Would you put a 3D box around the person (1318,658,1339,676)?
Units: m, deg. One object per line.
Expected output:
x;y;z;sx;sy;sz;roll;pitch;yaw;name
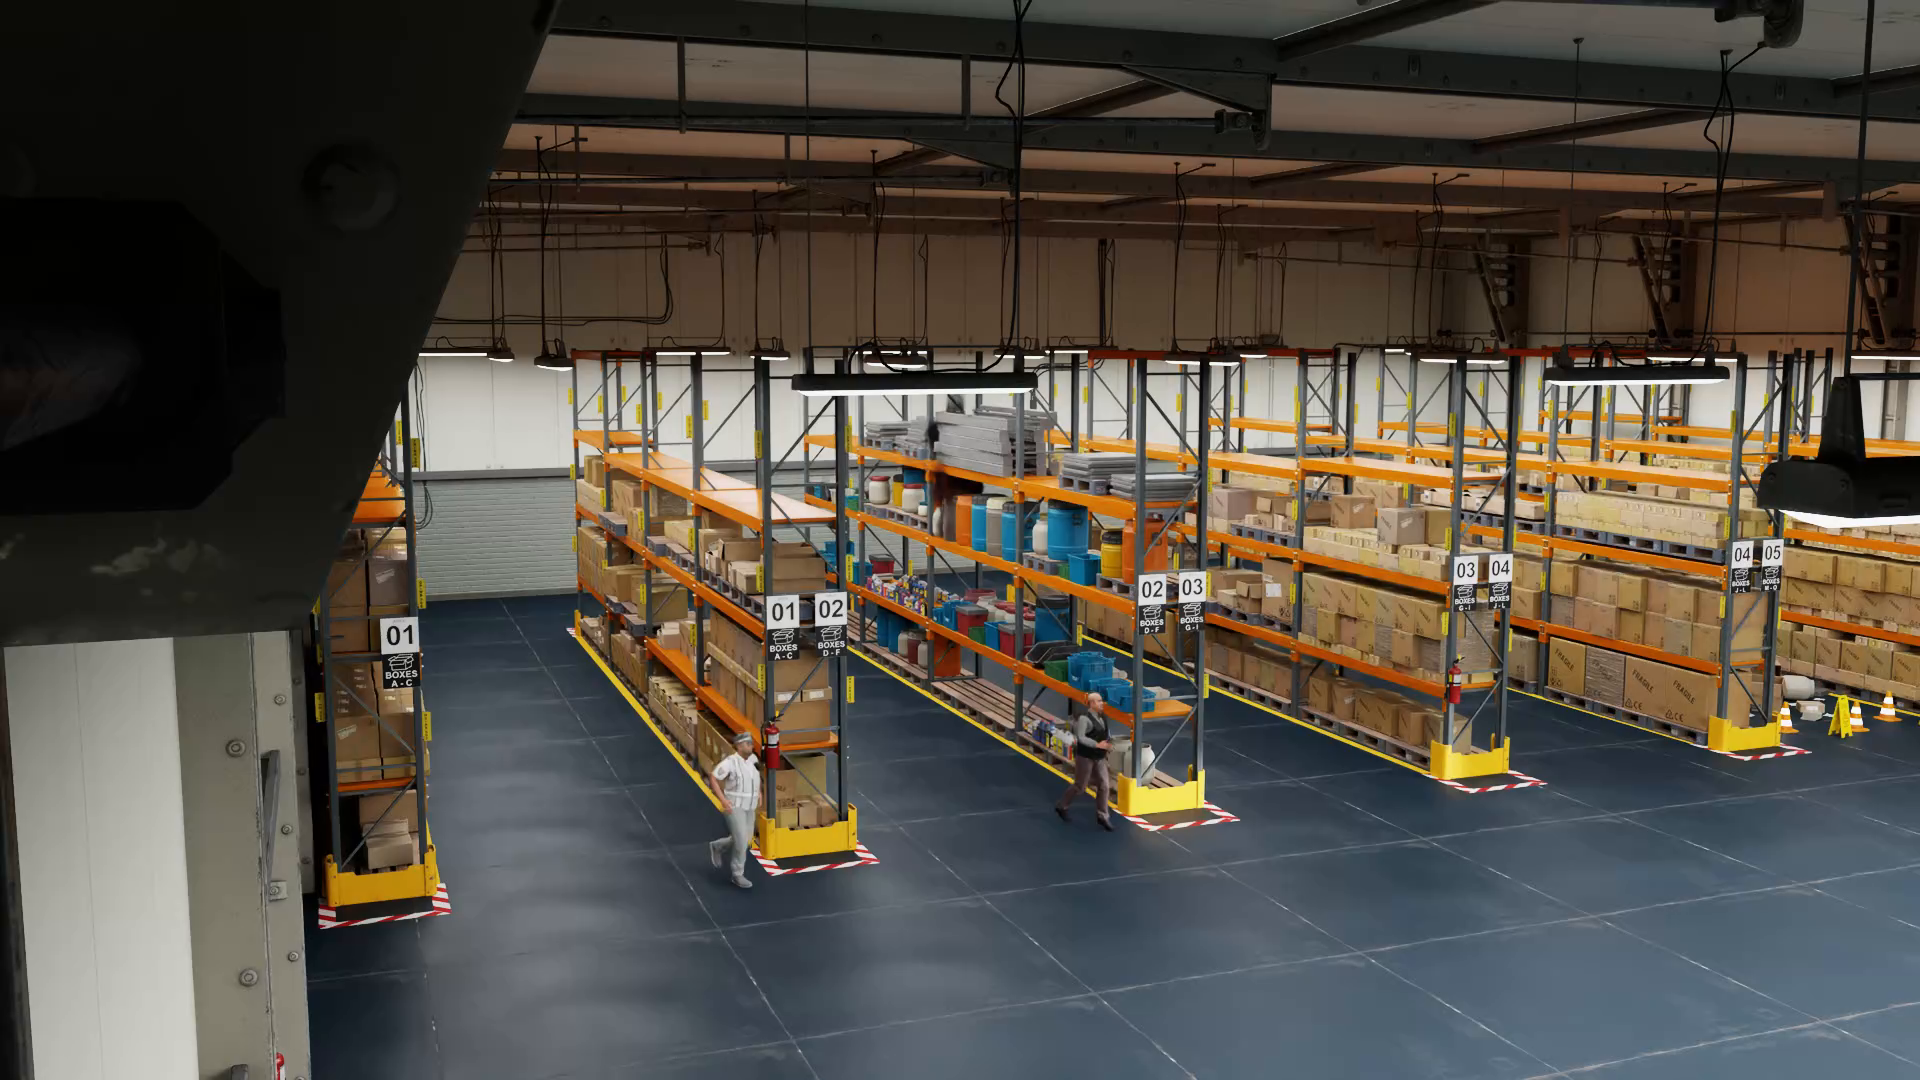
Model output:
7.013;1.677;30.911;0.698;1.694;0.825;-5;9;-36;person

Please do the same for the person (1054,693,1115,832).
1.672;2.824;21.408;0.858;1.752;0.670;6;9;39;person

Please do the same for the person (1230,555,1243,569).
6.998;0.169;42.403;0.631;1.792;0.818;7;10;44;person

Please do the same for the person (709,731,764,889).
-2.579;3.083;19.356;0.794;1.745;0.713;6;9;38;person
